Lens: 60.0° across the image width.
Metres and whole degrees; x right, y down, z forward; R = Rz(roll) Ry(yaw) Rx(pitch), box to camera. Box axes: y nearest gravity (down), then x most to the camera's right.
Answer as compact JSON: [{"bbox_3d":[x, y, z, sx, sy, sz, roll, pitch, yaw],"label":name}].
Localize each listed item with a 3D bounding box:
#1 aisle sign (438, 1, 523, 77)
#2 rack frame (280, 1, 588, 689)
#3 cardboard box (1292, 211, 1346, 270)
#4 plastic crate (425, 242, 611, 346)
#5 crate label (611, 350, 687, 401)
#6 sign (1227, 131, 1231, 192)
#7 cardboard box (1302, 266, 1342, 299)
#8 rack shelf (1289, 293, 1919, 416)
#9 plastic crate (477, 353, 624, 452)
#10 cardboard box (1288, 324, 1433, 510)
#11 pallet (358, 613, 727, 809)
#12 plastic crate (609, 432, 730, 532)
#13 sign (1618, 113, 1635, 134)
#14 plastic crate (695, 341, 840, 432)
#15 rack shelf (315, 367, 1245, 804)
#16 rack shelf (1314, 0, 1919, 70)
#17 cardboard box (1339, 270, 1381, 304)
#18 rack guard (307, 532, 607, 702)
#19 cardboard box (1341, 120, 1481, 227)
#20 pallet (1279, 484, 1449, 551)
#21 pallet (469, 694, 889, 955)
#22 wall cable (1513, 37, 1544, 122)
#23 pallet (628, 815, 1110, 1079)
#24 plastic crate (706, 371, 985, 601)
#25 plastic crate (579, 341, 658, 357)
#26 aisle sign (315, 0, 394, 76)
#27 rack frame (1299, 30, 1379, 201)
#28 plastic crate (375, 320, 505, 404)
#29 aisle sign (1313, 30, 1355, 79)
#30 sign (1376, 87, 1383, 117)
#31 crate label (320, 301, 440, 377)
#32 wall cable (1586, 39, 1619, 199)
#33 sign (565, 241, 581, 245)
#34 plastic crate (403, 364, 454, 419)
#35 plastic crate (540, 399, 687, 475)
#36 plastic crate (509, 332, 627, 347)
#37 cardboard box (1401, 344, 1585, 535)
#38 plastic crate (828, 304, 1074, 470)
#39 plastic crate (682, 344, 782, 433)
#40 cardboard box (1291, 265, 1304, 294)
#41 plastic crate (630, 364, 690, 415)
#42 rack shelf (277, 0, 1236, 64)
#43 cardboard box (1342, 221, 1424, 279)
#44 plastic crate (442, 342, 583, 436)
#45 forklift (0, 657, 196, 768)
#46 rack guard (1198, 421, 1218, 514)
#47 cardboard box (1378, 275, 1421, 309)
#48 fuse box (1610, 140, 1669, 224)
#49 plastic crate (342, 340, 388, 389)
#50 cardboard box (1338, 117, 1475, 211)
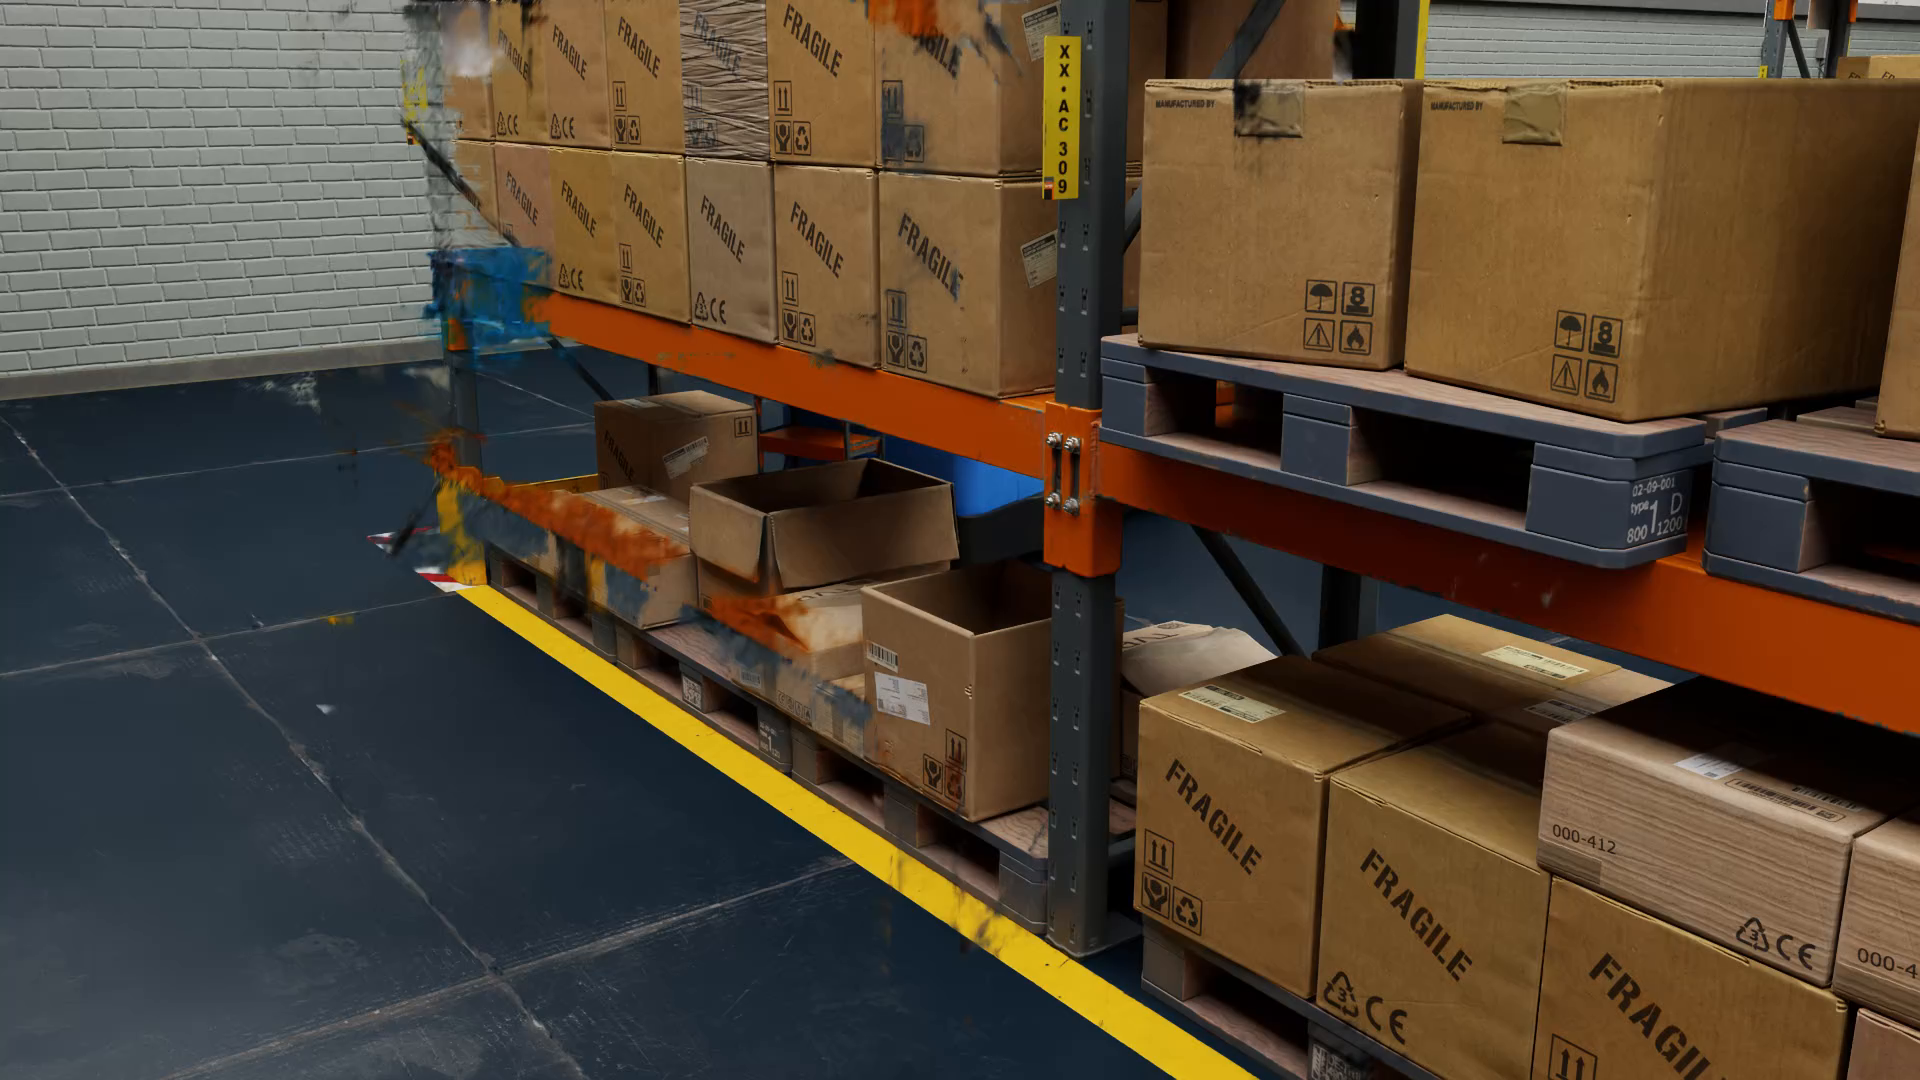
[{"bbox_3d":[2.499,-3.475,9.668,0.394,0.787,0.004,-11,19,-35],"label":"aisle sign"},{"bbox_3d":[2.304,-2.161,9.789,1.000,3.000,0.127,-11,19,-35],"label":"rack frame"},{"bbox_3d":[6.374,-2.856,12.051,0.500,0.250,0.500,-11,19,-36],"label":"cardboard box"},{"bbox_3d":[2.652,-2.164,9.621,0.616,0.435,0.499,-11,19,-35],"label":"plastic crate"},{"bbox_3d":[3.272,-1.797,8.844,0.396,0.136,0.243,-11,19,-35],"label":"crate label"},{"bbox_3d":[5.858,-3.300,12.163,0.100,0.325,0.005,-11,19,-35],"label":"sign"},{"bbox_3d":[6.404,-2.627,11.967,0.380,0.149,0.250,-11,19,-35],"label":"cardboard box"},{"bbox_3d":[7.486,-2.155,11.132,1.077,0.370,4.000,-11,19,-35],"label":"rack shelf"},{"bbox_3d":[3.133,-1.660,8.162,0.416,0.233,0.300,-11,19,-35],"label":"plastic crate"},{"bbox_3d":[6.751,-1.983,12.369,0.875,0.875,0.875,-11,19,-35],"label":"cardboard box"},{"bbox_3d":[2.757,-0.634,9.491,1.003,0.211,1.213,-11,19,-35],"label":"pallet"},{"bbox_3d":[3.780,-1.400,7.417,0.437,0.125,0.590,-11,19,-35],"label":"plastic crate"},{"bbox_3d":[12.611,-6.397,23.702,0.339,0.242,0.001,-11,19,-35],"label":"sign"},{"bbox_3d":[3.907,-1.633,7.971,0.437,0.282,0.530,-11,19,-35],"label":"plastic crate"},{"bbox_3d":[3.480,-1.387,8.323,1.077,0.370,4.000,-11,19,-35],"label":"rack shelf"},{"bbox_3d":[7.486,-3.602,10.736,1.077,0.370,4.000,-11,19,-35],"label":"rack shelf"},{"bbox_3d":[6.555,-2.572,11.768,0.380,0.149,0.250,-11,19,-36],"label":"cardboard box"},{"bbox_3d":[2.279,-0.958,10.130,1.175,0.500,0.348,-11,19,-35],"label":"rack guard"},{"bbox_3d":[6.668,-3.111,11.561,0.500,0.500,0.500,-11,19,-36],"label":"cardboard box"},{"bbox_3d":[6.844,-1.426,12.386,1.003,0.211,1.213,-11,19,-35],"label":"pallet"},{"bbox_3d":[3.471,-0.373,8.540,1.003,0.211,1.213,-11,19,-35],"label":"pallet"},{"bbox_3d":[10.992,-6.173,22.465,0.585,1.953,0.123,-11,19,-35],"label":"wall cable"},{"bbox_3d":[4.192,-0.113,7.588,1.003,0.211,1.213,-11,19,-35],"label":"pallet"},{"bbox_3d":[4.105,-1.375,6.833,0.392,0.384,0.575,-11,19,-35],"label":"plastic crate"},{"bbox_3d":[3.089,-1.852,9.048,0.396,0.136,0.243,-11,19,-35],"label":"plastic crate"},{"bbox_3d":[2.021,-3.384,9.333,0.394,0.787,0.004,-11,19,-35],"label":"aisle sign"},{"bbox_3d":[6.310,-2.930,12.598,1.000,3.000,0.127,-11,19,-35],"label":"rack frame"},{"bbox_3d":[2.570,-1.865,8.910,0.416,0.233,0.300,-11,19,-35],"label":"plastic crate"},{"bbox_3d":[6.511,-4.245,12.481,0.394,0.787,0.004,-11,19,-35],"label":"aisle sign"},{"bbox_3d":[6.757,-3.684,12.710,0.100,0.325,0.005,-11,19,-35],"label":"sign"},{"bbox_3d":[2.183,-2.005,9.424,0.416,0.233,0.303,-11,19,-35],"label":"crate label"},{"bbox_3d":[12.132,-6.381,23.283,0.588,1.984,0.122,-11,19,-35],"label":"wall cable"},{"bbox_3d":[2.739,-2.328,10.092,0.100,0.325,0.005,-11,19,-35],"label":"sign"},{"bbox_3d":[2.703,-1.732,8.610,0.250,0.136,0.298,-11,19,-35],"label":"plastic crate"},{"bbox_3d":[3.389,-1.534,7.883,0.293,0.136,0.466,-11,19,-35],"label":"plastic crate"},{"bbox_3d":[2.930,-1.916,9.282,0.396,0.136,0.243,-11,19,-35],"label":"plastic crate"},{"bbox_3d":[7.286,-1.789,11.659,0.875,0.875,0.875,-11,19,-35],"label":"cardboard box"},{"bbox_3d":[4.334,-1.596,7.490,0.402,0.464,0.583,-11,19,-35],"label":"plastic crate"},{"bbox_3d":[3.719,-1.710,8.346,0.416,0.233,0.300,-11,19,-35],"label":"plastic crate"},{"bbox_3d":[6.252,-2.681,12.167,0.380,0.149,0.250,-11,19,-34],"label":"cardboard box"},{"bbox_3d":[3.461,-1.736,8.624,0.298,0.136,0.250,-11,19,-35],"label":"plastic crate"},{"bbox_3d":[3.480,-2.833,7.927,1.077,0.370,4.000,-11,19,-35],"label":"rack shelf"},{"bbox_3d":[6.685,-2.746,11.649,0.500,0.250,0.500,-11,19,-35],"label":"cardboard box"},{"bbox_3d":[2.957,-1.724,8.396,0.416,0.233,0.300,-11,19,-35],"label":"plastic crate"},{"bbox_3d":[0.443,-1.603,7.882,1.130,2.935,3.031,10,18,32],"label":"forklift"},{"bbox_3d":[6.296,-1.729,12.946,1.175,0.500,0.348,-11,19,-35],"label":"rack guard"},{"bbox_3d":[6.709,-2.517,11.565,0.380,0.149,0.250,-11,19,-35],"label":"cardboard box"},{"bbox_3d":[12.777,-5.342,23.851,0.539,1.711,0.414,-11,19,-35],"label":"fuse box"},{"bbox_3d":[2.304,-1.877,9.139,0.250,0.136,0.298,-11,19,-35],"label":"plastic crate"},{"bbox_3d":[6.809,-3.299,12.248,0.500,0.500,0.500,-11,19,-34],"label":"cardboard box"}]
